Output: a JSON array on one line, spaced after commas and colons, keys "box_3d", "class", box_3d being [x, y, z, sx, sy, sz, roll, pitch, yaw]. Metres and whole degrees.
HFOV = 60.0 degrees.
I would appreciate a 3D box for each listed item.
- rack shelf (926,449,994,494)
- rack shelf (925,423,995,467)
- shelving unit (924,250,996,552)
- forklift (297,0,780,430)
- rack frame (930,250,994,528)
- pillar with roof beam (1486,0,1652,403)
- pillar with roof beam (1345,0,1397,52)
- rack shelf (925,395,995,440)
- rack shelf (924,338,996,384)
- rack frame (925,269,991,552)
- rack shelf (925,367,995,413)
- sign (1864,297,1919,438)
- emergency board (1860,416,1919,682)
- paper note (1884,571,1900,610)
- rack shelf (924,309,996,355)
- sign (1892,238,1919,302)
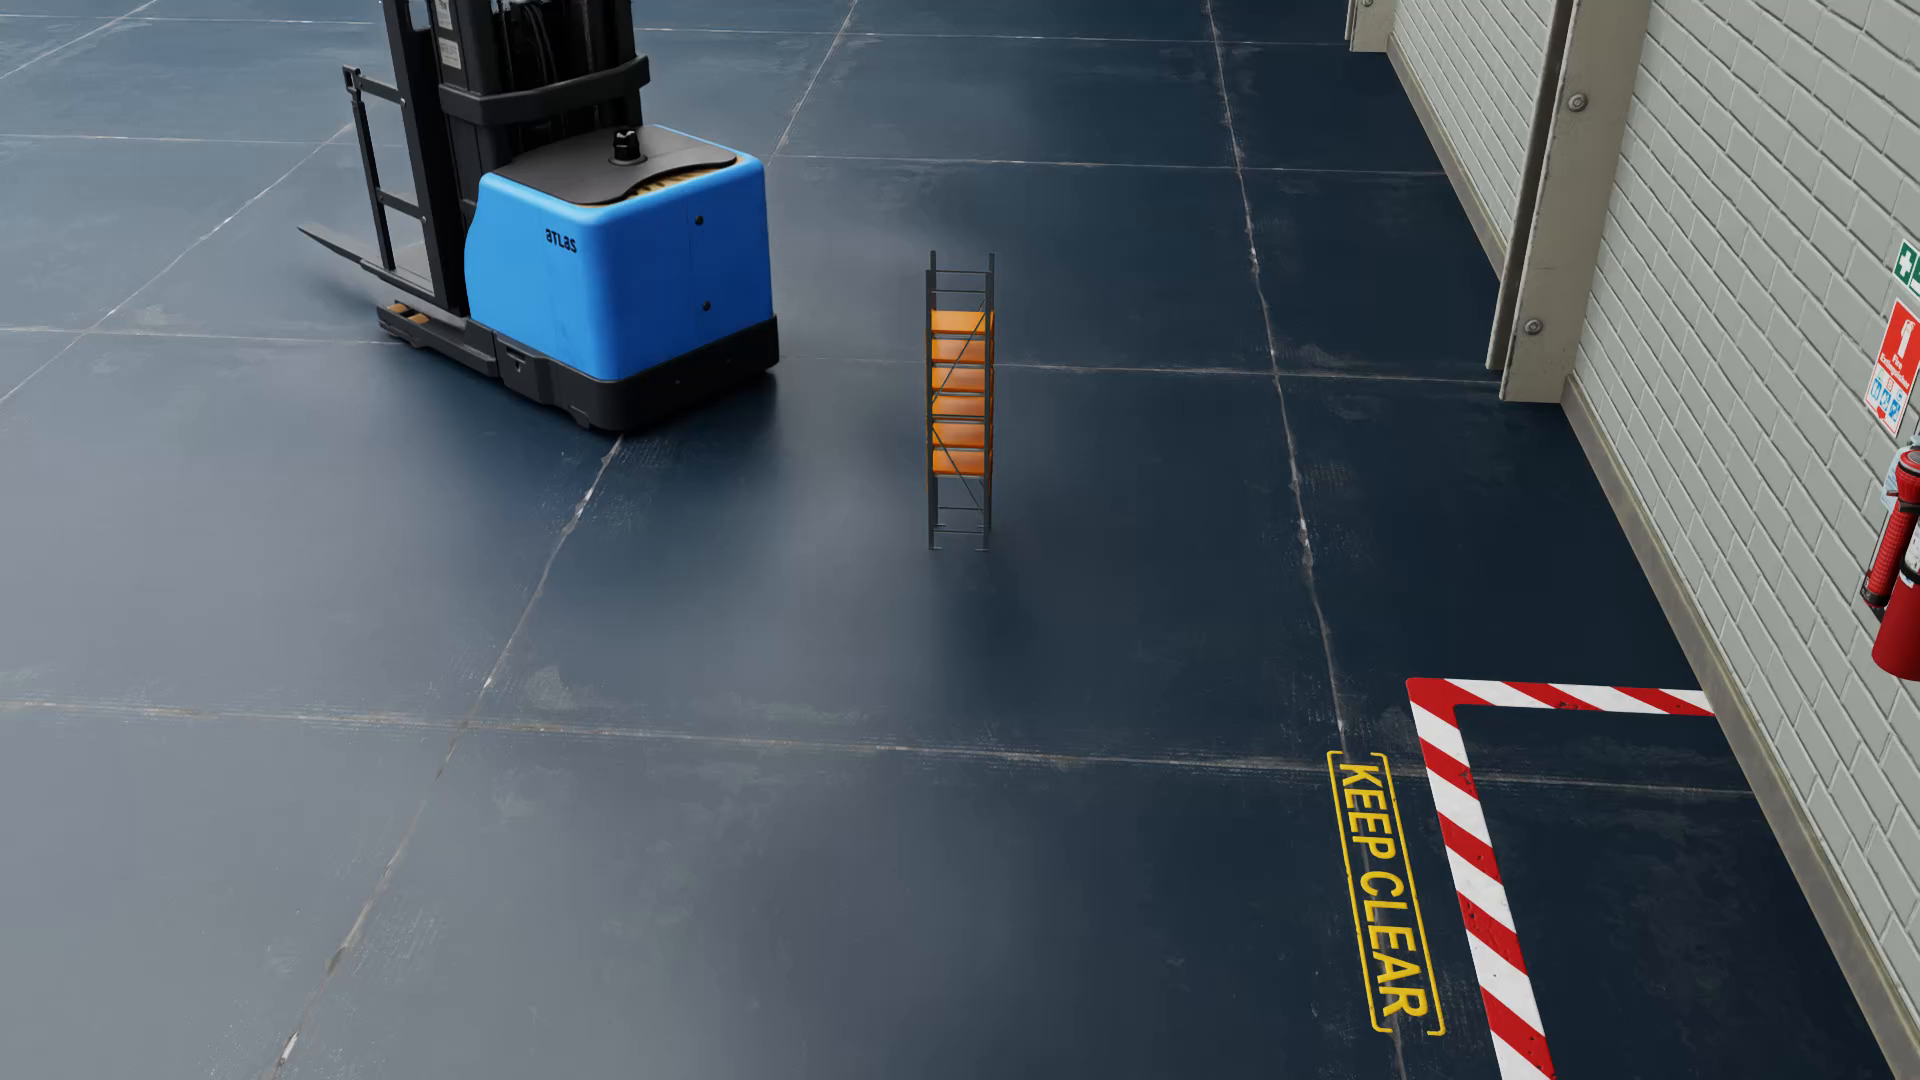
[{"box_3d": [0.001, -0.276, 6.597, 0.258, 0.103, 0.180, 2, 32, 4], "class": "rack shelf"}, {"box_3d": [0.001, -0.378, 6.534, 0.258, 0.103, 0.180, 2, 32, 4], "class": "rack shelf"}, {"box_3d": [0.001, -0.518, 6.447, 0.258, 1.200, 0.189, 2, 32, 4], "class": "shelving unit"}, {"box_3d": [-2.301, -2.387, 7.830, 3.031, 2.935, 1.130, 25, 40, 35], "class": "forklift"}, {"box_3d": [0.009, -0.566, 6.525, 0.240, 1.200, 0.006, 2, 32, 4], "class": "rack frame"}, {"box_3d": [-1.579, -4.766, 5.907, 9.100, 9.000, 0.400, 2, 32, 4], "class": "pillar with roof beam"}, {"box_3d": [-1.090, -7.904, 10.998, 9.100, 9.000, 0.400, 2, 32, 4], "class": "pillar with roof beam"}, {"box_3d": [0.001, -0.481, 6.471, 0.258, 0.103, 0.180, 2, 32, 4], "class": "rack shelf"}, {"box_3d": [0.001, -0.685, 6.345, 0.258, 0.103, 0.180, 2, 32, 4], "class": "rack shelf"}, {"box_3d": [-0.006, -0.471, 6.370, 0.240, 1.200, 0.006, 2, 32, 4], "class": "rack frame"}, {"box_3d": [0.001, -0.583, 6.408, 0.258, 0.103, 0.180, 2, 32, 4], "class": "rack shelf"}, {"box_3d": [2.610, -0.481, 4.638, 0.001, 0.329, 0.234, 2, 32, 4], "class": "sign"}, {"box_3d": [2.463, -0.182, 4.186, 0.194, 1.169, 0.643, 2, 32, 4], "class": "emergency board"}, {"box_3d": [2.546, 0.104, 4.562, 0.016, 0.148, 0.142, 2, 32, 4], "class": "paper note"}, {"box_3d": [0.001, -0.787, 6.282, 0.258, 0.103, 0.180, 2, 32, 4], "class": "rack shelf"}, {"box_3d": [2.601, -0.705, 4.496, 0.001, 0.109, 0.331, 2, 32, 4], "class": "sign"}]
